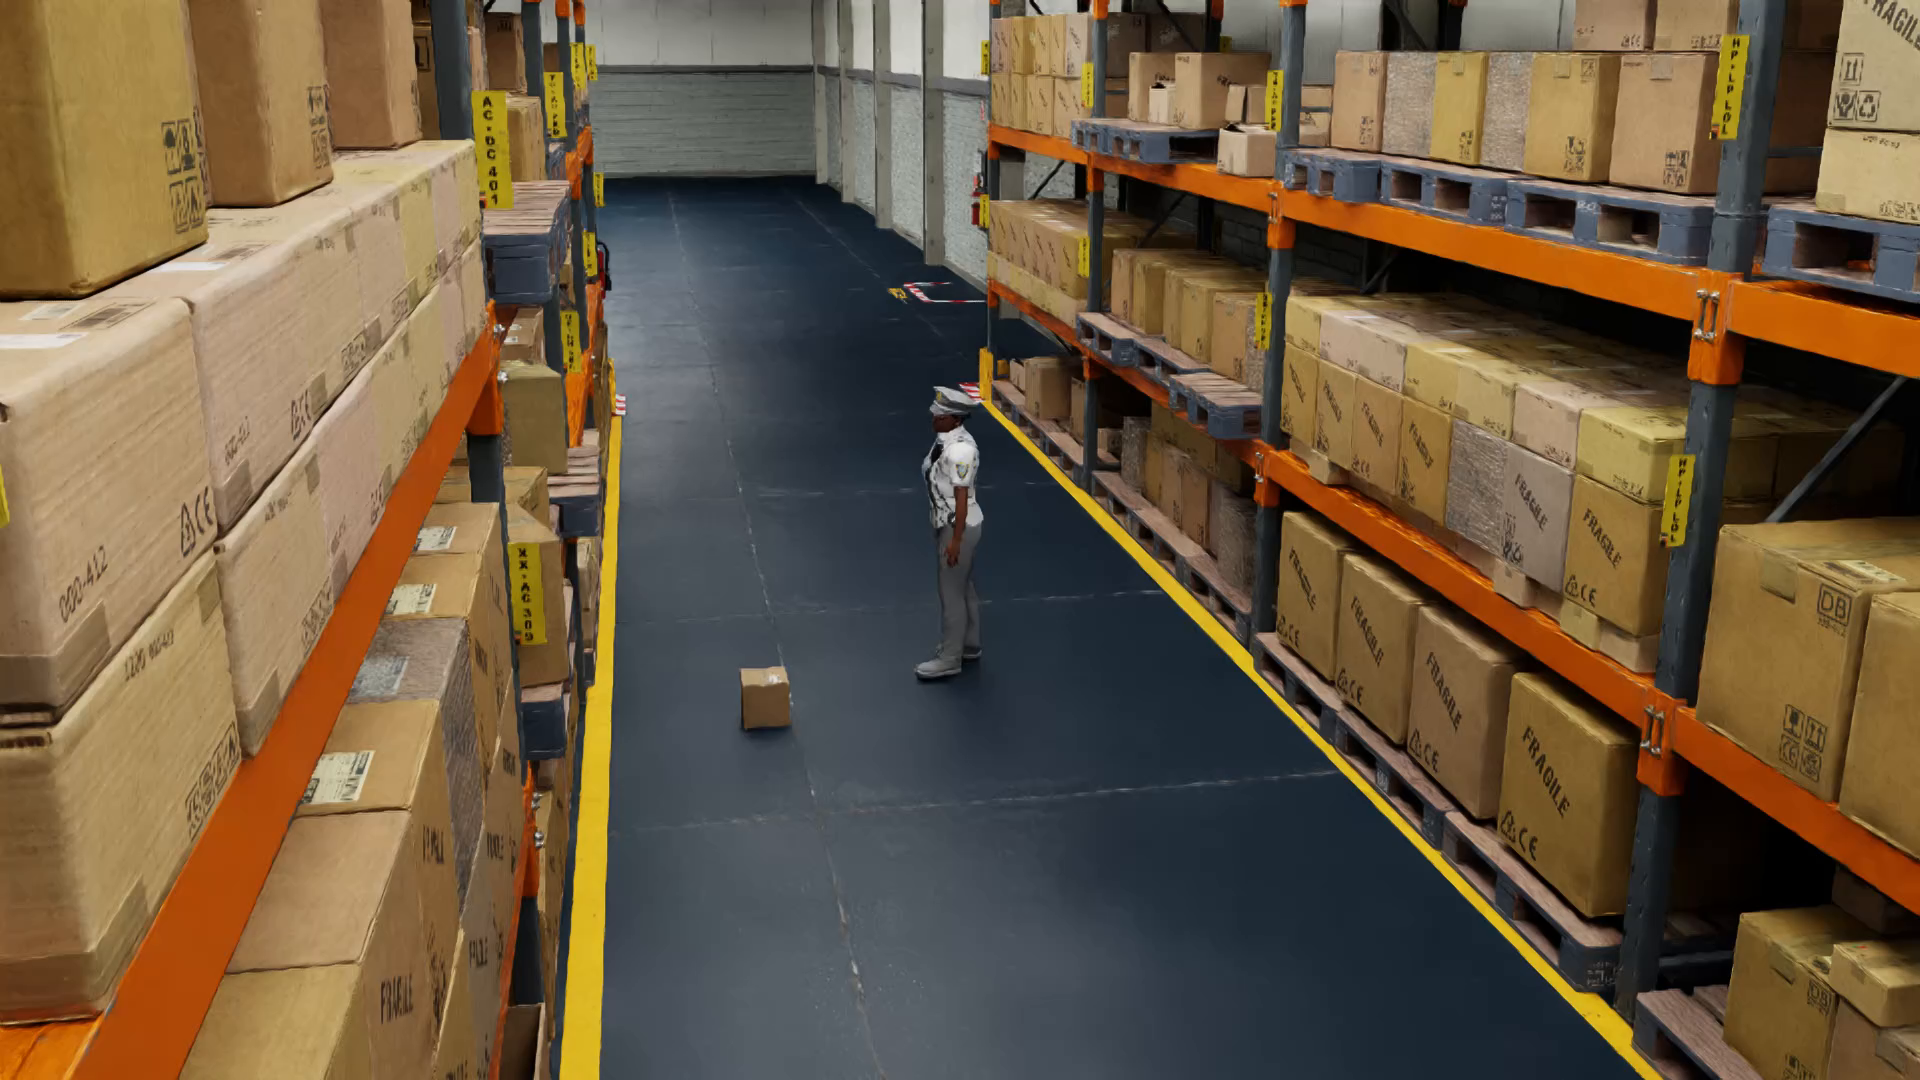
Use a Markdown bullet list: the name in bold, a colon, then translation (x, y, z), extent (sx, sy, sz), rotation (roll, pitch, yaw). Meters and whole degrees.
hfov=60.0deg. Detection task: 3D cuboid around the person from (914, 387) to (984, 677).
- **person**: translation (-0.075, -0.059, 9.642), extent (0.440, 1.681, 0.527), rotation (-2, 17, -8)
